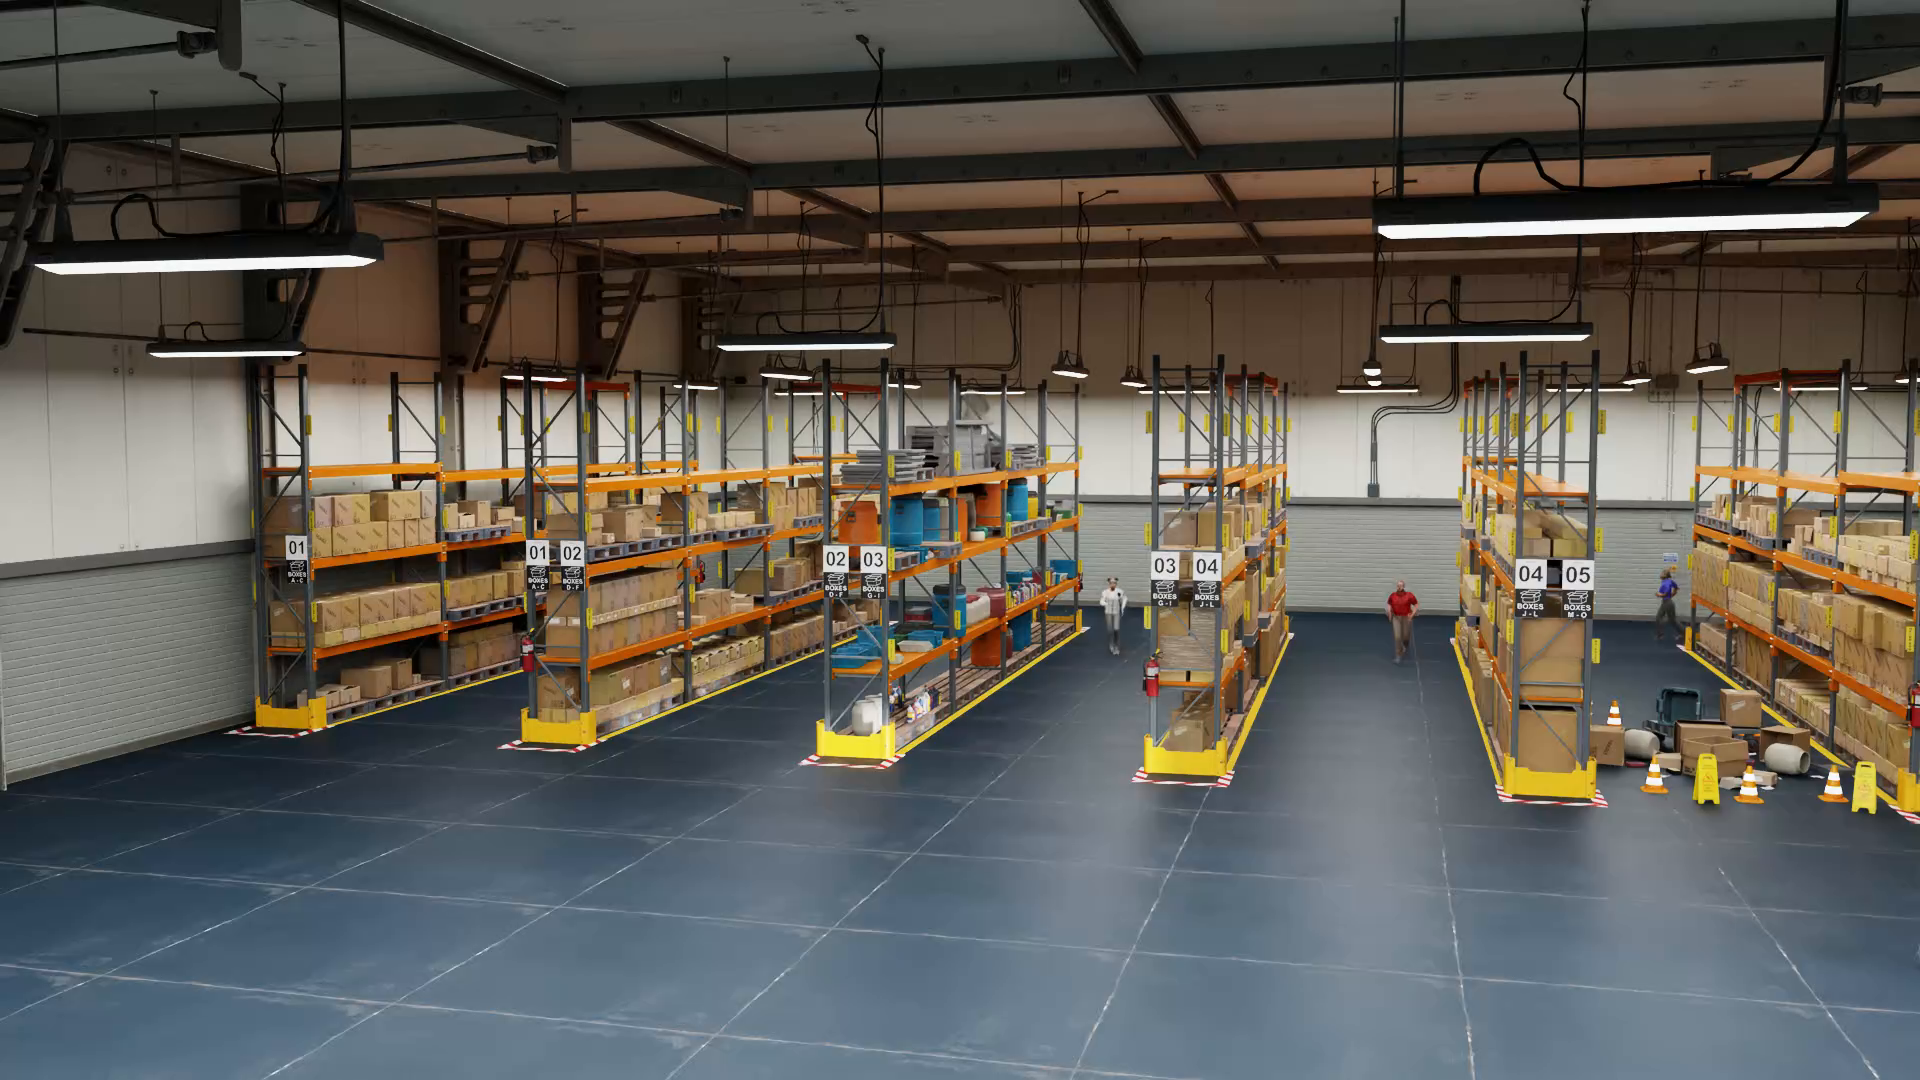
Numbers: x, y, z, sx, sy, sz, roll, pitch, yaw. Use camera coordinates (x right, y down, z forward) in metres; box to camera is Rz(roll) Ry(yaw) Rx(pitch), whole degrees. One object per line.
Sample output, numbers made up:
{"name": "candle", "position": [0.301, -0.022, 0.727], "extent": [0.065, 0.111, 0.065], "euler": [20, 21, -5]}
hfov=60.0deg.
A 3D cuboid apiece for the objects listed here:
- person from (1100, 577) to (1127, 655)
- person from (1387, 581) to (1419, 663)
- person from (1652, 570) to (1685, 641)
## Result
{"name": "person", "position": [3.354, 1.652, 36.470], "extent": [0.556, 1.725, 0.770], "euler": [1, 4, 13]}
{"name": "person", "position": [9.416, 1.726, 35.368], "extent": [0.667, 1.730, 0.711], "euler": [2, 4, 24]}
{"name": "person", "position": [16.391, 1.538, 38.333], "extent": [0.748, 1.700, 0.586], "euler": [1, 4, 20]}
